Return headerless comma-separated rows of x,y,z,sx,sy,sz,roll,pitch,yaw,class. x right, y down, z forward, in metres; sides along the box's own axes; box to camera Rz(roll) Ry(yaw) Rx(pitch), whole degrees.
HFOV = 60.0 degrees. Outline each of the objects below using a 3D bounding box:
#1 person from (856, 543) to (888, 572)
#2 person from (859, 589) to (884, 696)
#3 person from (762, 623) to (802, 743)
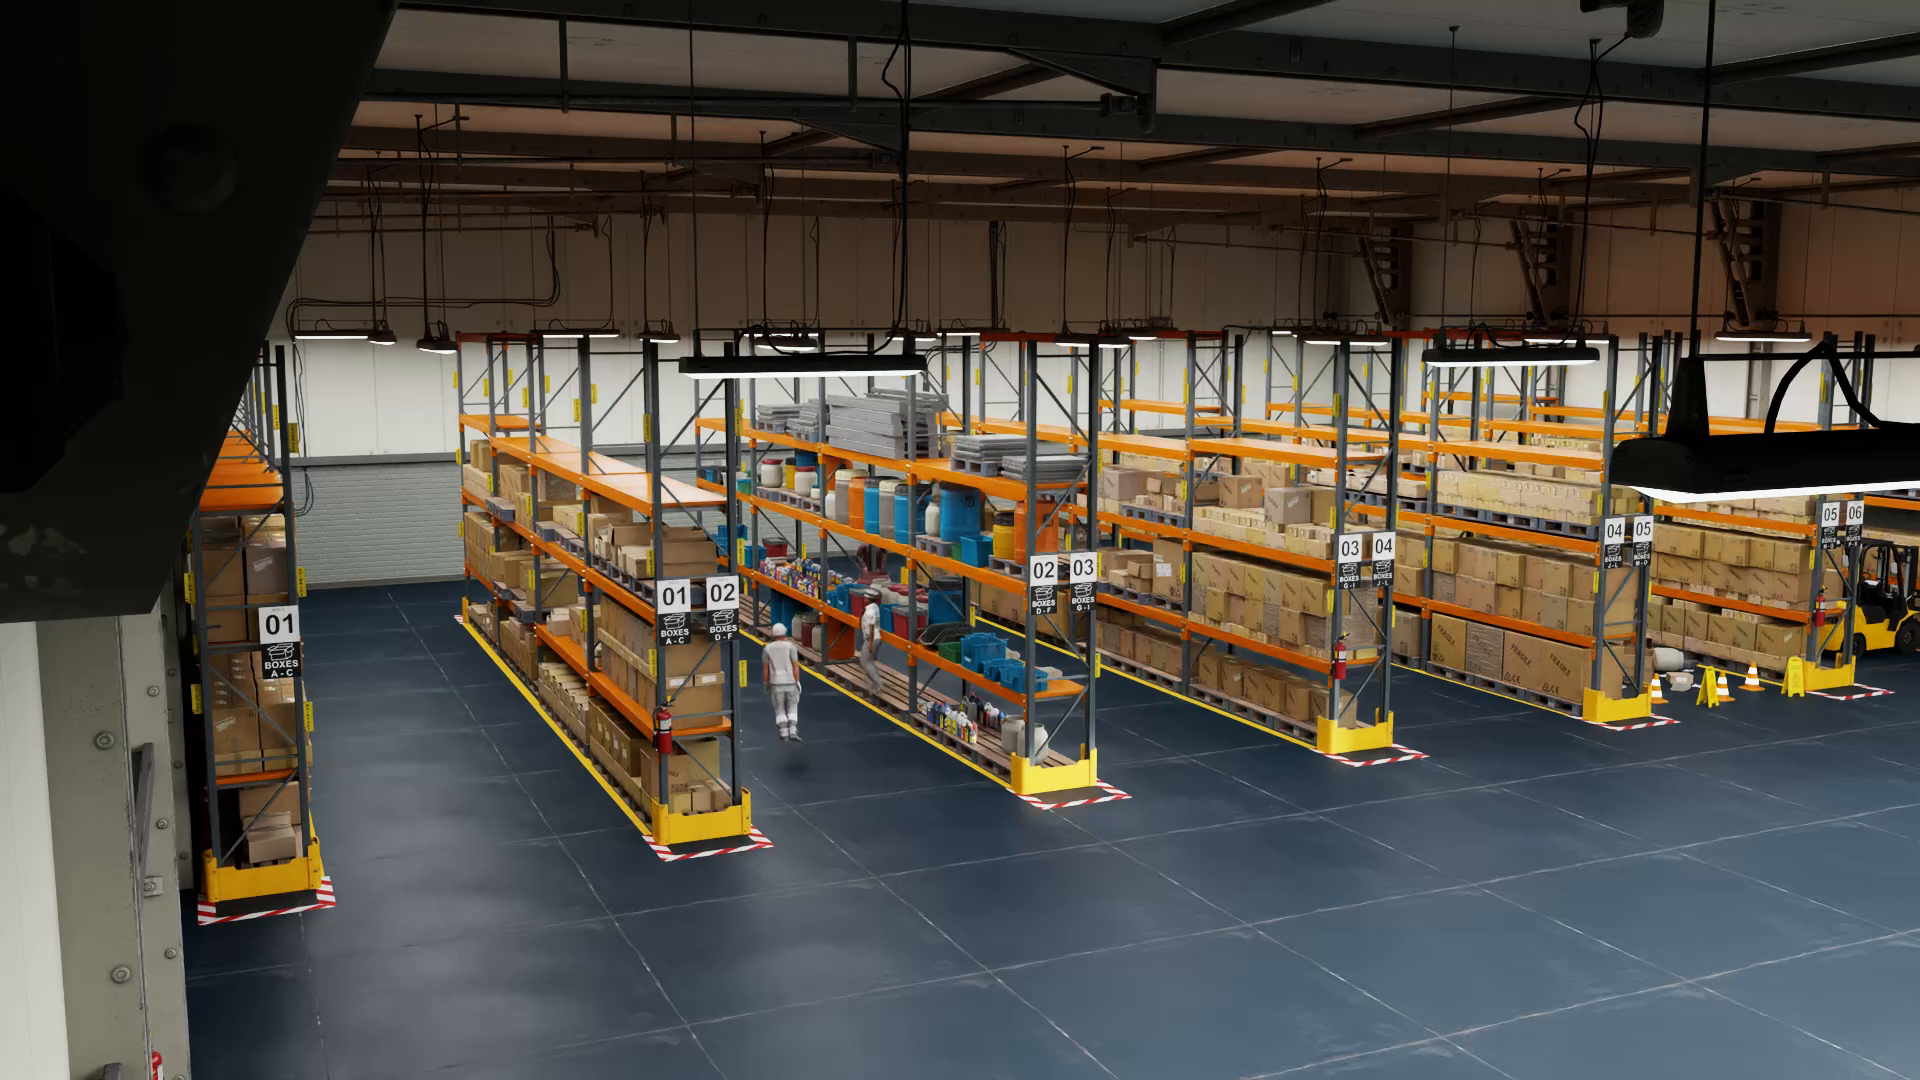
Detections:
-1.919,0.637,36.157,0.745,1.684,0.658,-2,8,-17,person
-1.401,1.644,26.868,0.397,1.713,0.492,2,8,13,person
-2.549,2.060,23.787,0.546,1.769,0.474,-2,8,-11,person
